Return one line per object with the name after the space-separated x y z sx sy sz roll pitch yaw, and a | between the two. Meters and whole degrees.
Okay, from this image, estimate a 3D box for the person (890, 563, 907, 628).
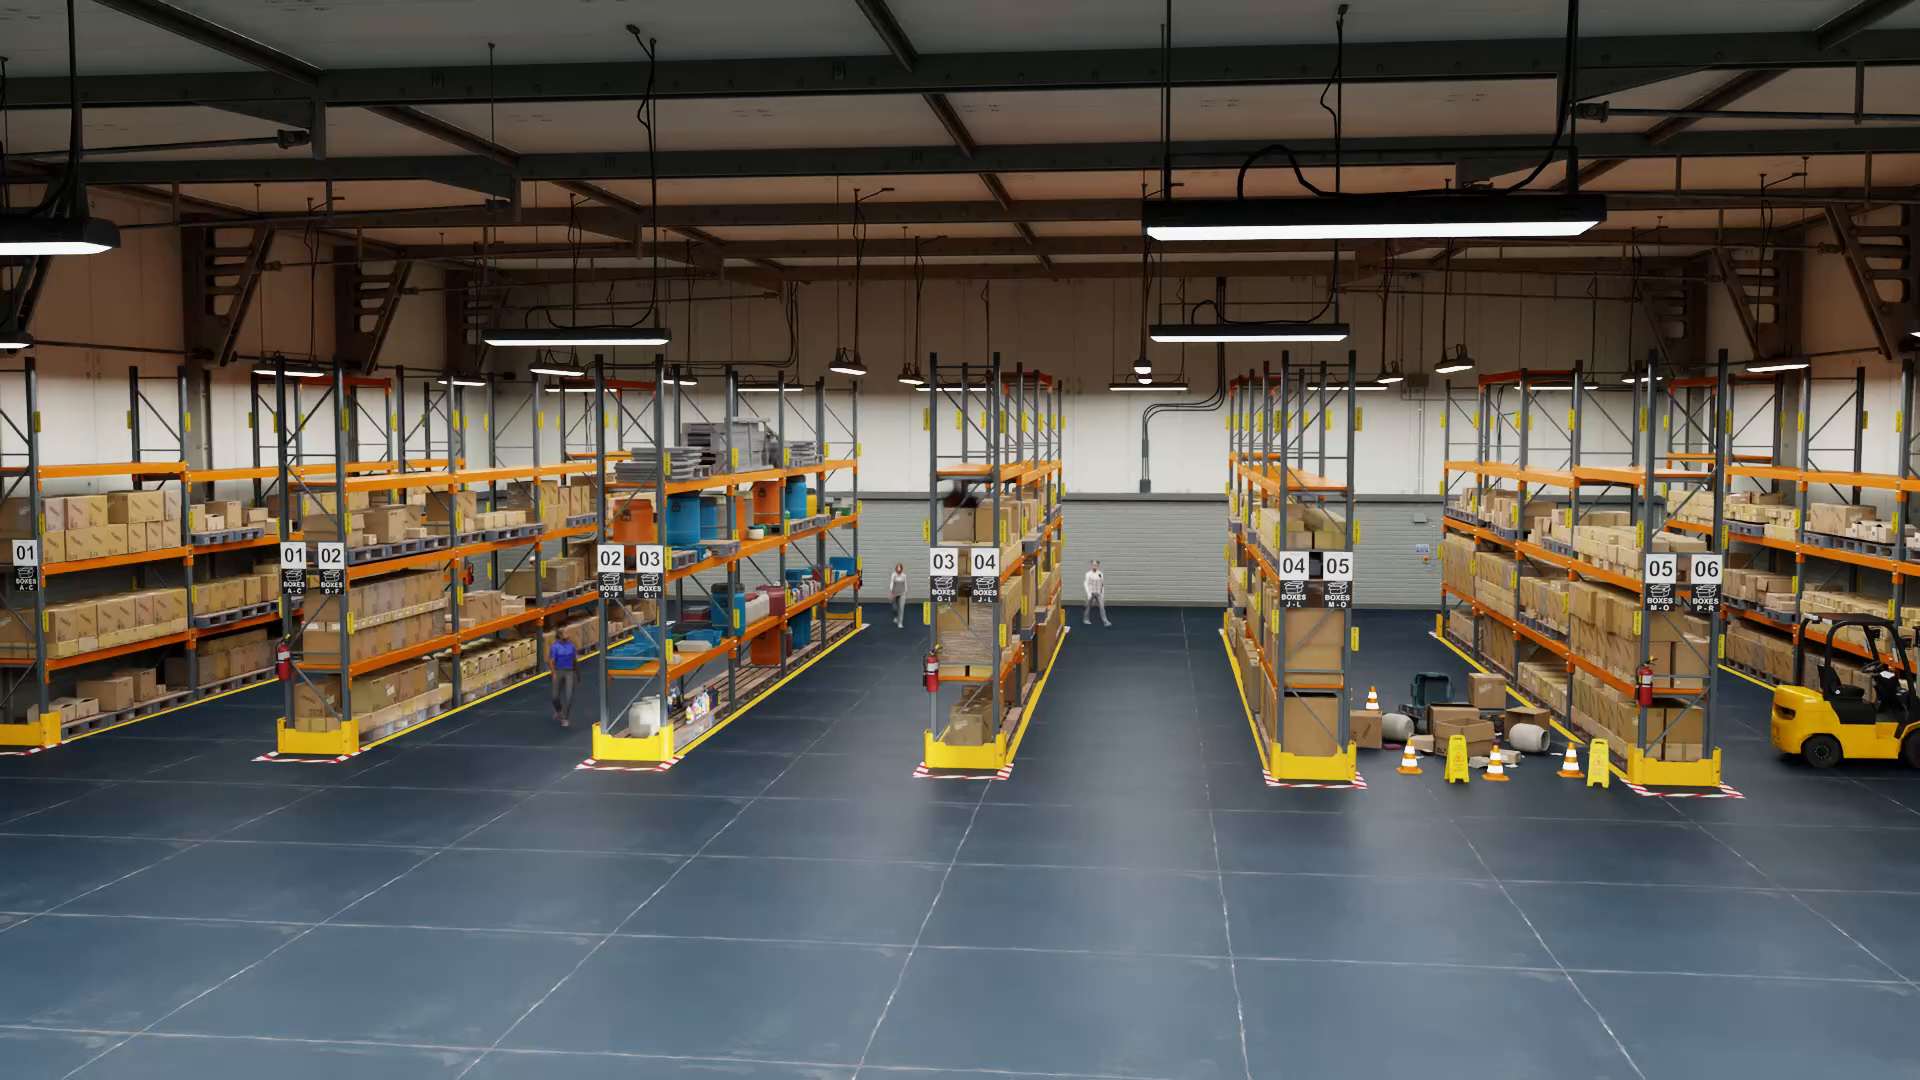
-1.501 1.389 40.673 0.422 1.444 0.830 0 4 0 | person

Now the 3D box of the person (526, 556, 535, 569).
-10.375 1.262 40.339 0.499 1.747 0.964 1 4 11 | person

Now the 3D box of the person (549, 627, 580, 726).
-6.556 2.253 27.610 0.527 1.620 0.680 -1 4 -19 | person

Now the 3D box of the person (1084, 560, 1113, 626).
3.325 1.289 40.641 0.573 1.613 1.047 -1 4 -20 | person
